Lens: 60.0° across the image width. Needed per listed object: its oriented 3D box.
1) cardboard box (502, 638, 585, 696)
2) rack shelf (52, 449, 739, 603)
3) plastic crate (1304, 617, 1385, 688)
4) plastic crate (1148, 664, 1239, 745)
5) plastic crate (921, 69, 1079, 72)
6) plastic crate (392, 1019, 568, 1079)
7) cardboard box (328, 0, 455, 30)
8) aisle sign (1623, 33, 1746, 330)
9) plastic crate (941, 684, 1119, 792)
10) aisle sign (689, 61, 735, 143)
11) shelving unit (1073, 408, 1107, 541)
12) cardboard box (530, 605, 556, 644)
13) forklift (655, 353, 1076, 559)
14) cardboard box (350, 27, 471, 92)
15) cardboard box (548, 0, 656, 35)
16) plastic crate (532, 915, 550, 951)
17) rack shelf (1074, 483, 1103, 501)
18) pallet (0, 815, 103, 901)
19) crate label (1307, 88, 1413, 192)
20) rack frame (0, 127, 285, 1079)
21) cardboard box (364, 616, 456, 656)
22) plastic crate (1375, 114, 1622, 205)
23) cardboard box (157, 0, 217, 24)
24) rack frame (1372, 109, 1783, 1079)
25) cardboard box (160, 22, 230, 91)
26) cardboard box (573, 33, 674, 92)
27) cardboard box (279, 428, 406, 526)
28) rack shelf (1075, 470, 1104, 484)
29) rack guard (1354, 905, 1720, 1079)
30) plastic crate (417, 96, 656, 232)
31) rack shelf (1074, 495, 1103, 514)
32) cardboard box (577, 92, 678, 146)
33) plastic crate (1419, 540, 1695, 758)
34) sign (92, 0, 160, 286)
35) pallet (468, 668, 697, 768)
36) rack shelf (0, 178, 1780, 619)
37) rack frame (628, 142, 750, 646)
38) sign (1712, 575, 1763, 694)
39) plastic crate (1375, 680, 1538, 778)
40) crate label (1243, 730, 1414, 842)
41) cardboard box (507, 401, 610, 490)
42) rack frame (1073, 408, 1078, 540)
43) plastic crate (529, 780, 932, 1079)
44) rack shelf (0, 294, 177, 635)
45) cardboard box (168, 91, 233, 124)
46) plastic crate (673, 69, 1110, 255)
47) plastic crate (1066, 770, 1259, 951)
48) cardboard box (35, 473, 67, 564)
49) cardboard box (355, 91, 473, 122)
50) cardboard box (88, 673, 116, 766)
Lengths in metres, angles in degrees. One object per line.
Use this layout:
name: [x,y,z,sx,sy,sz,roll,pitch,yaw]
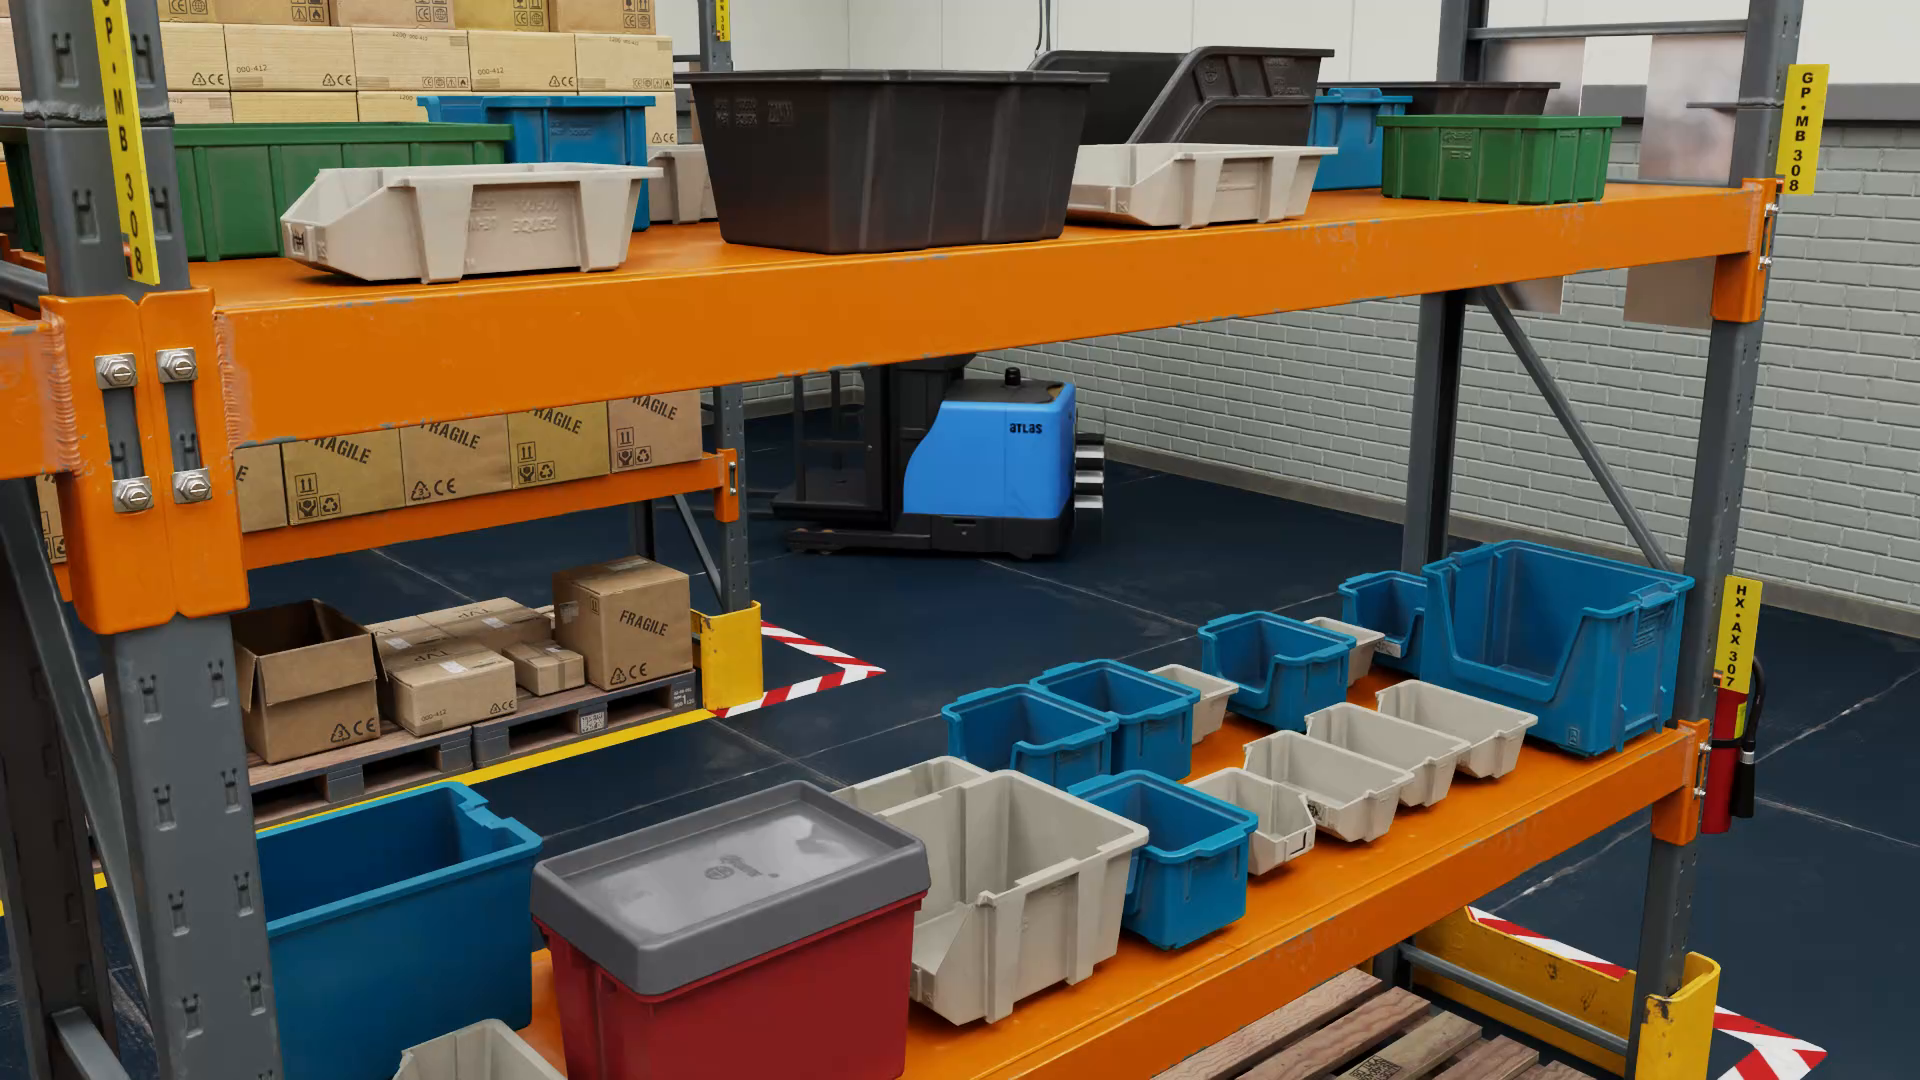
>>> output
cardboard box: [-2.069,0.620,8.253,0.250,0.166,0.380,-13,19,-39]
rack shelf: [-2.965,-0.041,7.484,4.000,0.370,1.077,-13,19,-39]
plastic crate: [1.094,0.352,5.013,0.298,0.136,0.250,-13,19,-39]
plastic crate: [0.582,0.467,4.583,0.298,0.136,0.250,-13,19,-39]
plastic crate: [-0.082,-0.839,3.494,0.530,0.282,0.437,-13,19,-39]
plastic crate: [-0.780,0.963,2.727,0.243,0.136,0.396,-13,19,-39]
cardboard box: [-2.572,-2.444,7.142,0.500,0.500,0.700,-13,19,-39]
aisle sign: [2.039,-0.973,4.543,0.004,0.787,0.394,-13,19,-39]
plastic crate: [0.171,0.541,4.119,0.300,0.233,0.416,-13,19,-39]
aisle sign: [-1.203,-1.935,8.144,0.004,0.787,0.394,-13,19,-39]
shelving unit: [0.917,-0.464,11.742,0.210,0.900,0.258,2,15,6]
cardboard box: [-2.186,0.476,8.795,0.250,0.166,0.380,-13,19,-39]
forklift: [-0.736,-1.451,11.501,3.031,2.935,1.130,3,15,10]
cardboard box: [-2.433,-2.040,7.084,0.500,0.250,0.500,-13,19,-39]
cardboard box: [-1.833,-2.617,7.793,0.500,0.500,0.700,-13,19,-39]
plastic crate: [-0.557,0.778,3.443,0.590,0.125,0.437,-13,19,-39]
rack shelf: [0.917,-0.345,11.774,0.200,0.077,0.258,2,15,6]
pallet: [-3.955,1.182,6.917,1.213,0.211,1.003,-13,19,-39]
crate label: [0.885,-1.046,4.329,0.502,0.251,0.408,-13,19,-39]
rack frame: [-1.225,0.916,2.510,0.127,3.000,1.000,-13,19,-39]
cardboard box: [-2.807,0.595,8.185,0.500,0.250,0.500,-13,19,-39]
plastic crate: [1.236,-0.886,3.853,0.336,0.188,0.450,-13,19,-39]
cardboard box: [-3.288,-2.263,6.465,0.500,0.500,0.700,-13,19,-39]
rack frame: [1.793,0.238,5.047,0.127,3.000,1.000,-13,19,-39]
cardboard box: [-3.183,-1.869,6.445,0.500,0.250,0.500,-13,19,-39]
cardboard box: [-1.676,-2.209,7.715,0.500,0.250,0.500,-13,19,-39]
cardboard box: [-2.764,-0.389,7.201,0.500,0.500,0.500,-13,20,-40]
rack shelf: [0.917,-0.432,11.751,0.200,0.077,0.258,2,15,6]
rack guard: [1.802,1.439,5.394,0.348,0.500,1.175,-13,19,-39]
plastic crate: [-0.747,-0.669,2.955,0.300,0.233,0.416,-13,19,-39]
rack shelf: [0.917,-0.258,11.797,0.200,0.077,0.258,2,15,6]
cardboard box: [-1.670,-1.965,7.774,0.500,0.250,0.500,-13,19,-39]
plastic crate: [1.663,0.285,4.686,0.499,0.435,0.616,-13,19,-39]
sign: [-0.865,-0.431,1.720,0.005,0.325,0.100,-13,19,-39]
pallet: [-2.114,0.768,8.465,1.213,0.211,1.003,-13,19,-39]
rack shelf: [0.284,-0.525,3.484,4.000,0.370,1.077,-13,19,-39]
rack frame: [-1.456,-0.727,8.659,0.127,3.000,1.000,-13,19,-39]
sign: [2.166,0.263,4.635,0.005,0.325,0.100,-13,19,-39]
plastic crate: [1.296,0.510,4.424,0.243,0.136,0.396,-13,19,-39]
crate label: [0.874,0.608,4.056,0.243,0.136,0.396,-13,19,-39]
cardboard box: [-2.004,-0.558,7.832,0.500,0.500,0.500,-12,19,-39]
rack frame: [0.816,-0.467,11.754,0.006,0.900,0.240,2,15,6]
plastic crate: [-0.387,0.753,2.877,0.583,0.464,0.402,-13,19,-39]
rack shelf: [-2.733,0.153,0.947,4.000,0.370,1.077,-13,19,-39]
cardboard box: [-3.186,-1.629,6.513,0.500,0.250,0.500,-13,19,-39]
plastic crate: [-0.108,-0.628,2.728,0.590,0.269,0.497,-13,19,-39]
plastic crate: [0.412,0.688,3.571,0.300,0.233,0.416,-13,19,-39]
cardboard box: [-3.526,-0.218,6.561,0.500,0.500,0.500,-12,19,-38]
cardboard box: [-2.423,-1.796,7.138,0.500,0.250,0.500,-13,19,-39]
cardboard box: [-3.664,0.758,7.456,0.500,0.311,0.500,-13,19,-39]
